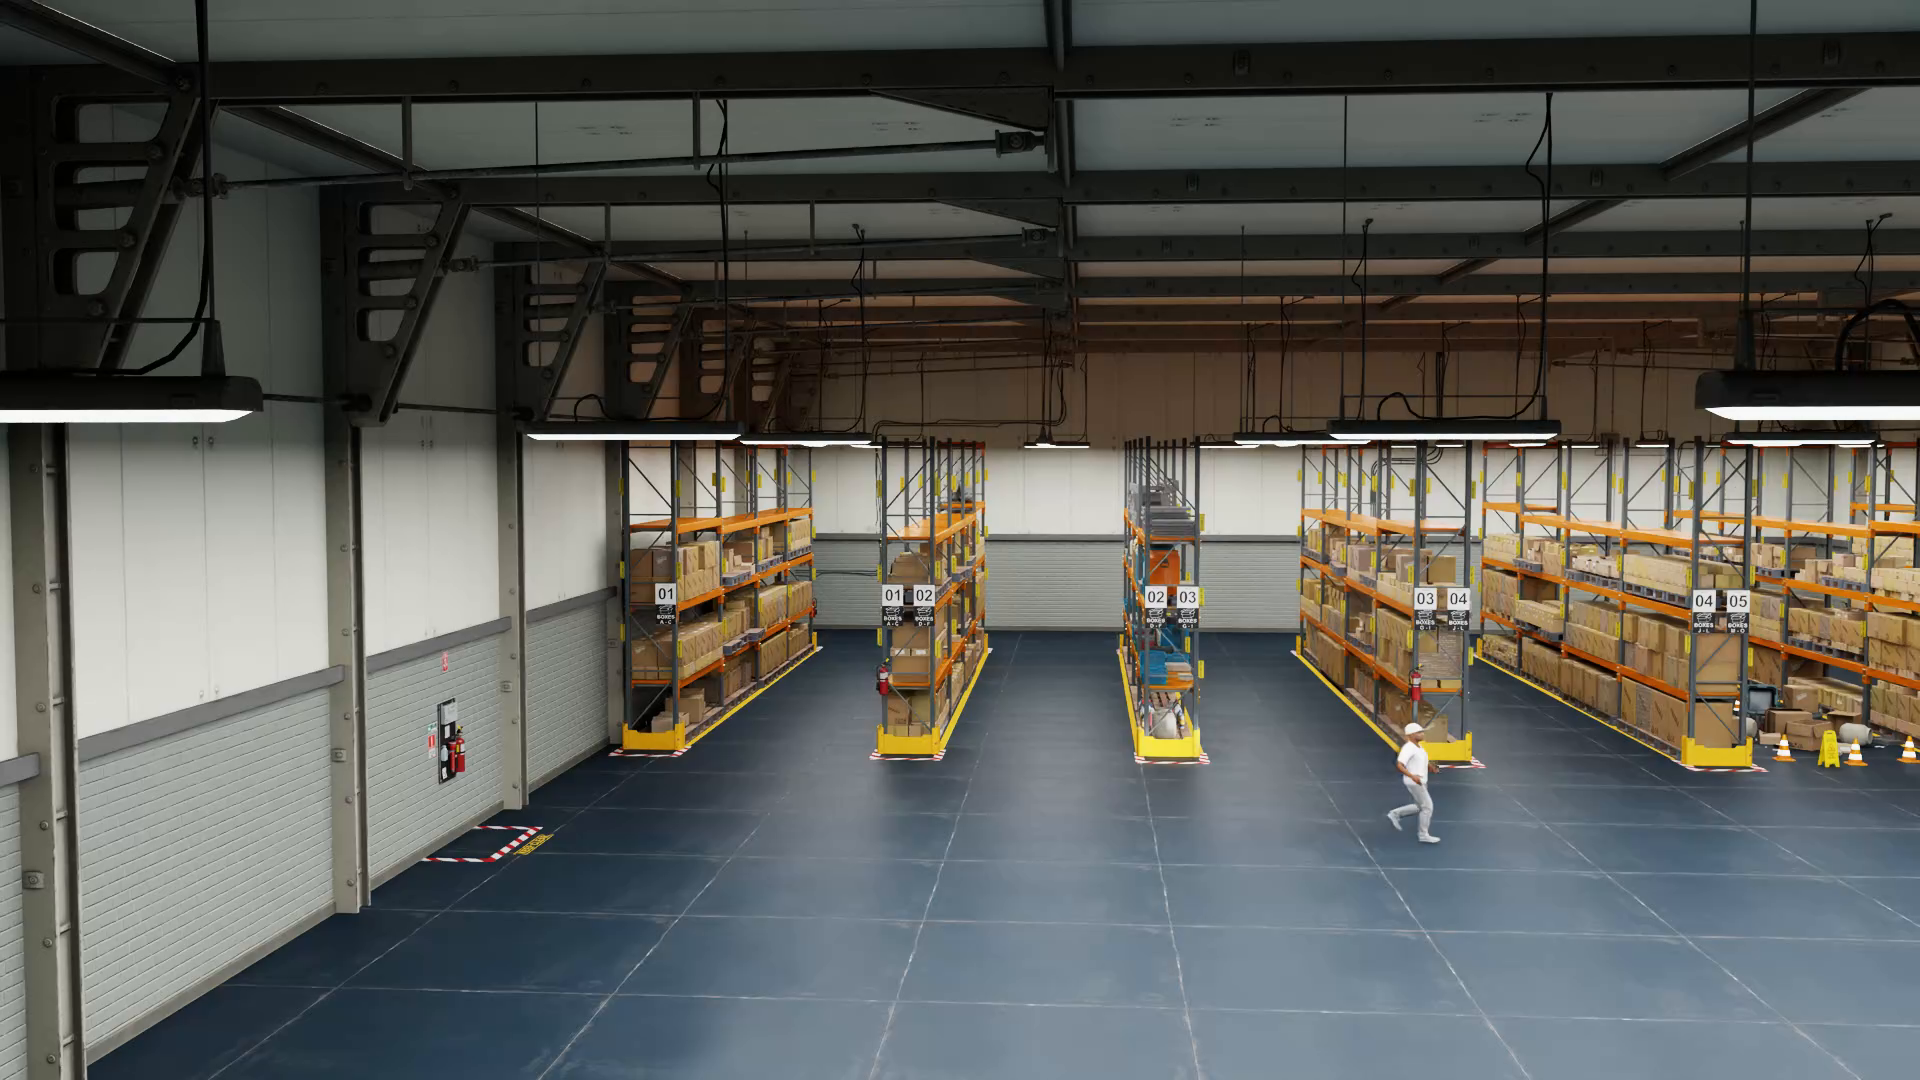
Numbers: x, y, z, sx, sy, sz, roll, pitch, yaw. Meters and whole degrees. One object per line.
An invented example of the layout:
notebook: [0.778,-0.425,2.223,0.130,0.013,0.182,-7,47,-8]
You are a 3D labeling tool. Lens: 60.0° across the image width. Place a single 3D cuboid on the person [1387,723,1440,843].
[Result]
person: [6.655,3.551,24.399,0.795,1.732,0.712,2,3,28]
